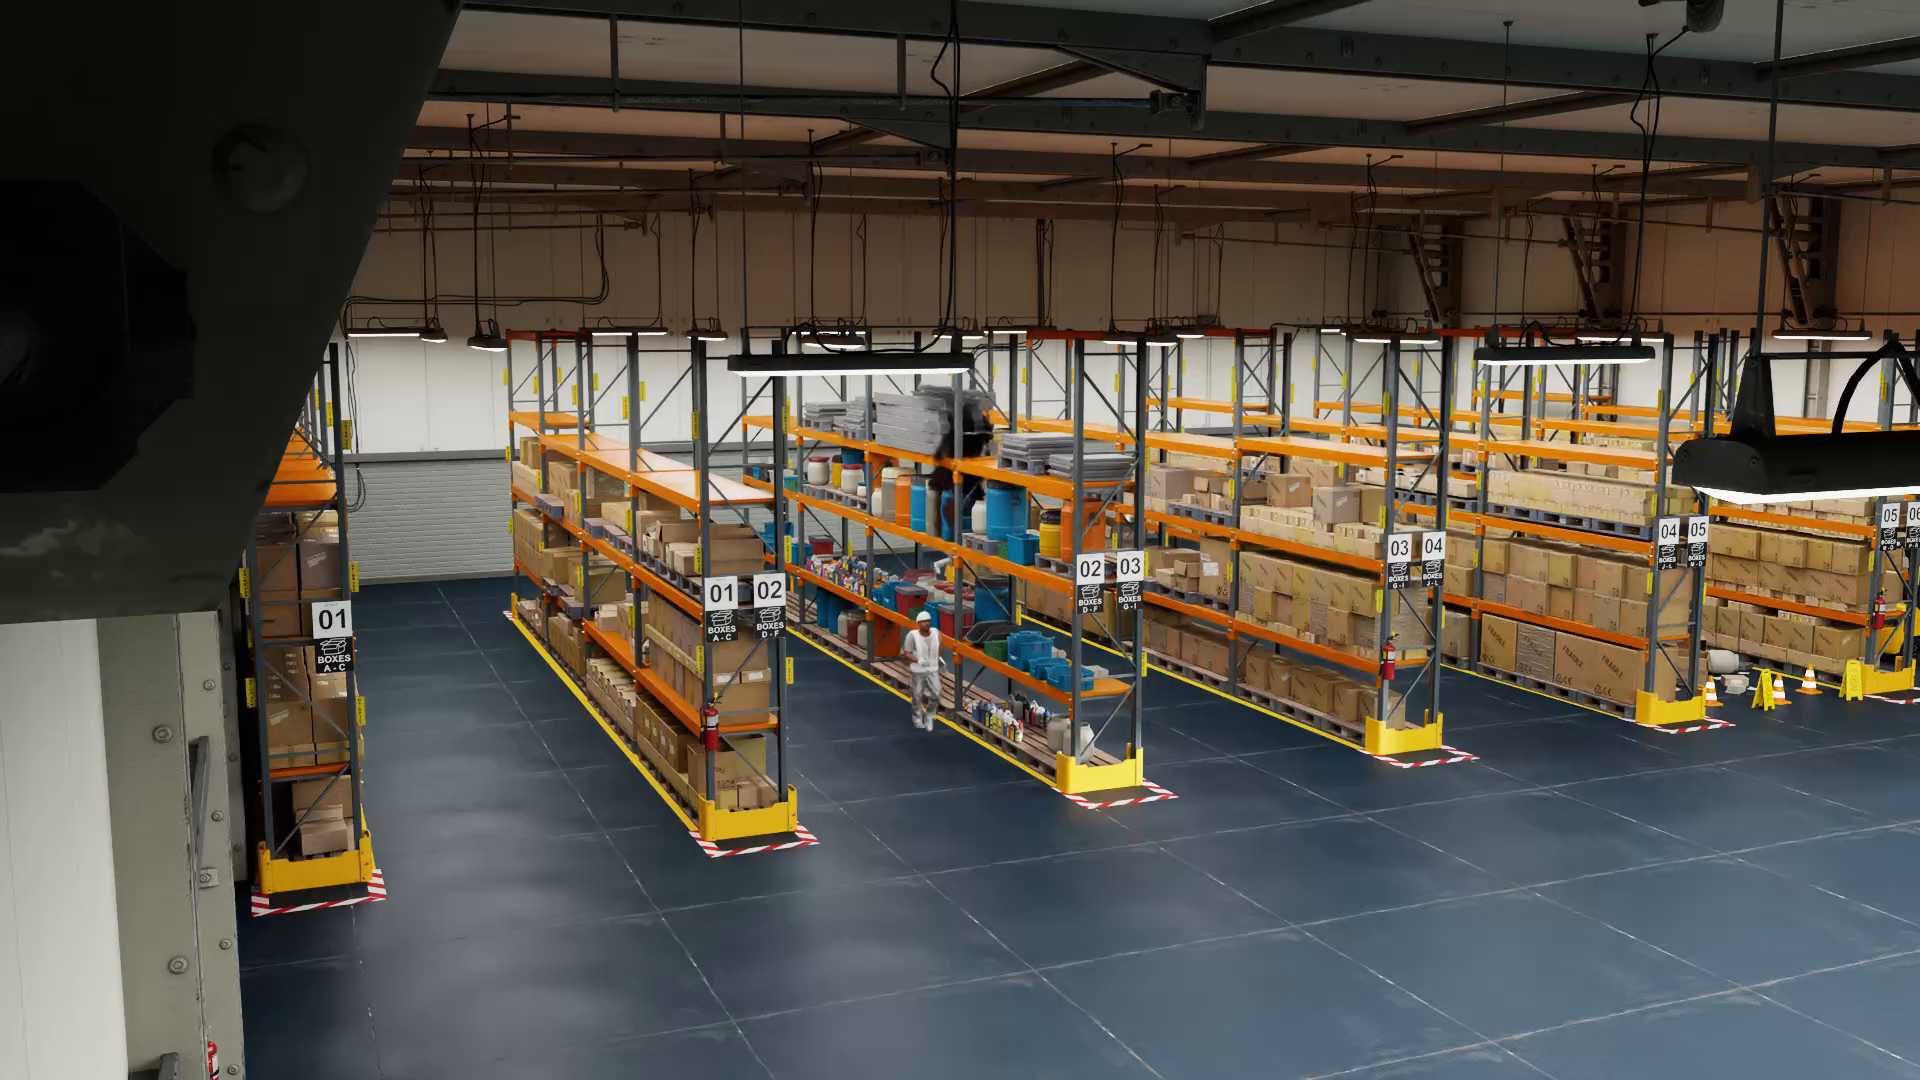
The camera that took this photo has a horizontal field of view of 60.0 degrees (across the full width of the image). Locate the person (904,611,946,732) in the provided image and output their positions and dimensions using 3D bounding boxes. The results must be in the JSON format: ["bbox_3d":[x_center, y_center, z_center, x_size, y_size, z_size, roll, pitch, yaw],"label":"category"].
[{"bbox_3d":[-0.479,1.915,24.039,0.667,1.792,0.733,-3,8,-20],"label":"person"}]

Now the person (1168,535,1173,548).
[{"bbox_3d":[5.213,-0.173,42.007,0.518,1.584,0.639,4,9,28],"label":"person"}]

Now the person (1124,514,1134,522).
[{"bbox_3d":[4.130,-0.158,41.515,0.594,1.720,0.670,-7,10,-40],"label":"person"}]

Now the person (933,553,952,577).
[{"bbox_3d":[-0.335,0.102,40.038,0.643,1.604,0.578,-1,8,-9],"label":"person"}]
